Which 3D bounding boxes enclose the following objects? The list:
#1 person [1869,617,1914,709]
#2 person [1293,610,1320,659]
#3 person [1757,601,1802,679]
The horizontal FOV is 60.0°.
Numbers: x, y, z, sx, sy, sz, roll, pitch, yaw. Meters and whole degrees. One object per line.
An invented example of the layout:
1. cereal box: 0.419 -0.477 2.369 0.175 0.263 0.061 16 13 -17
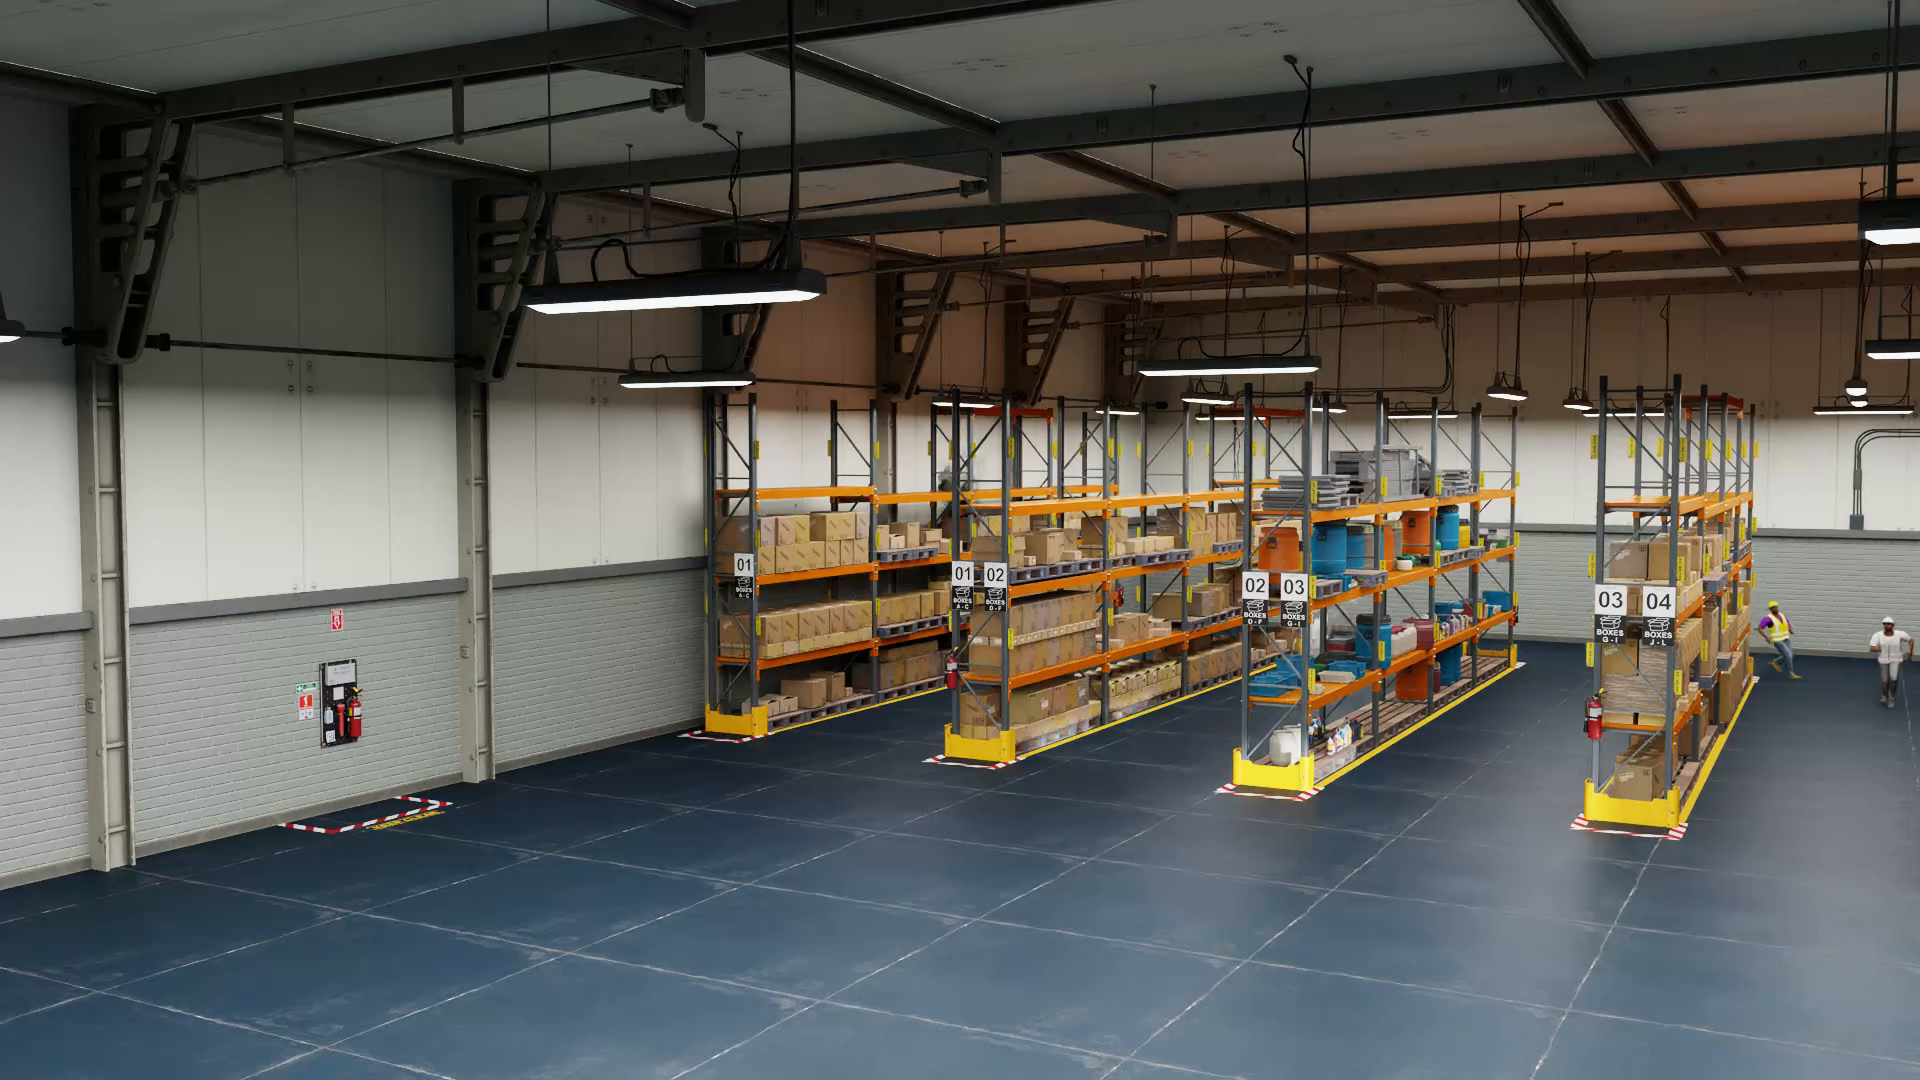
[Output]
1. person: 18.039 2.379 32.241 0.708 1.772 0.873 2 4 37
2. person: 7.219 2.255 34.448 0.660 1.789 0.802 1 3 16
3. person: 17.935 2.194 36.333 0.776 1.696 0.786 -1 3 -25
